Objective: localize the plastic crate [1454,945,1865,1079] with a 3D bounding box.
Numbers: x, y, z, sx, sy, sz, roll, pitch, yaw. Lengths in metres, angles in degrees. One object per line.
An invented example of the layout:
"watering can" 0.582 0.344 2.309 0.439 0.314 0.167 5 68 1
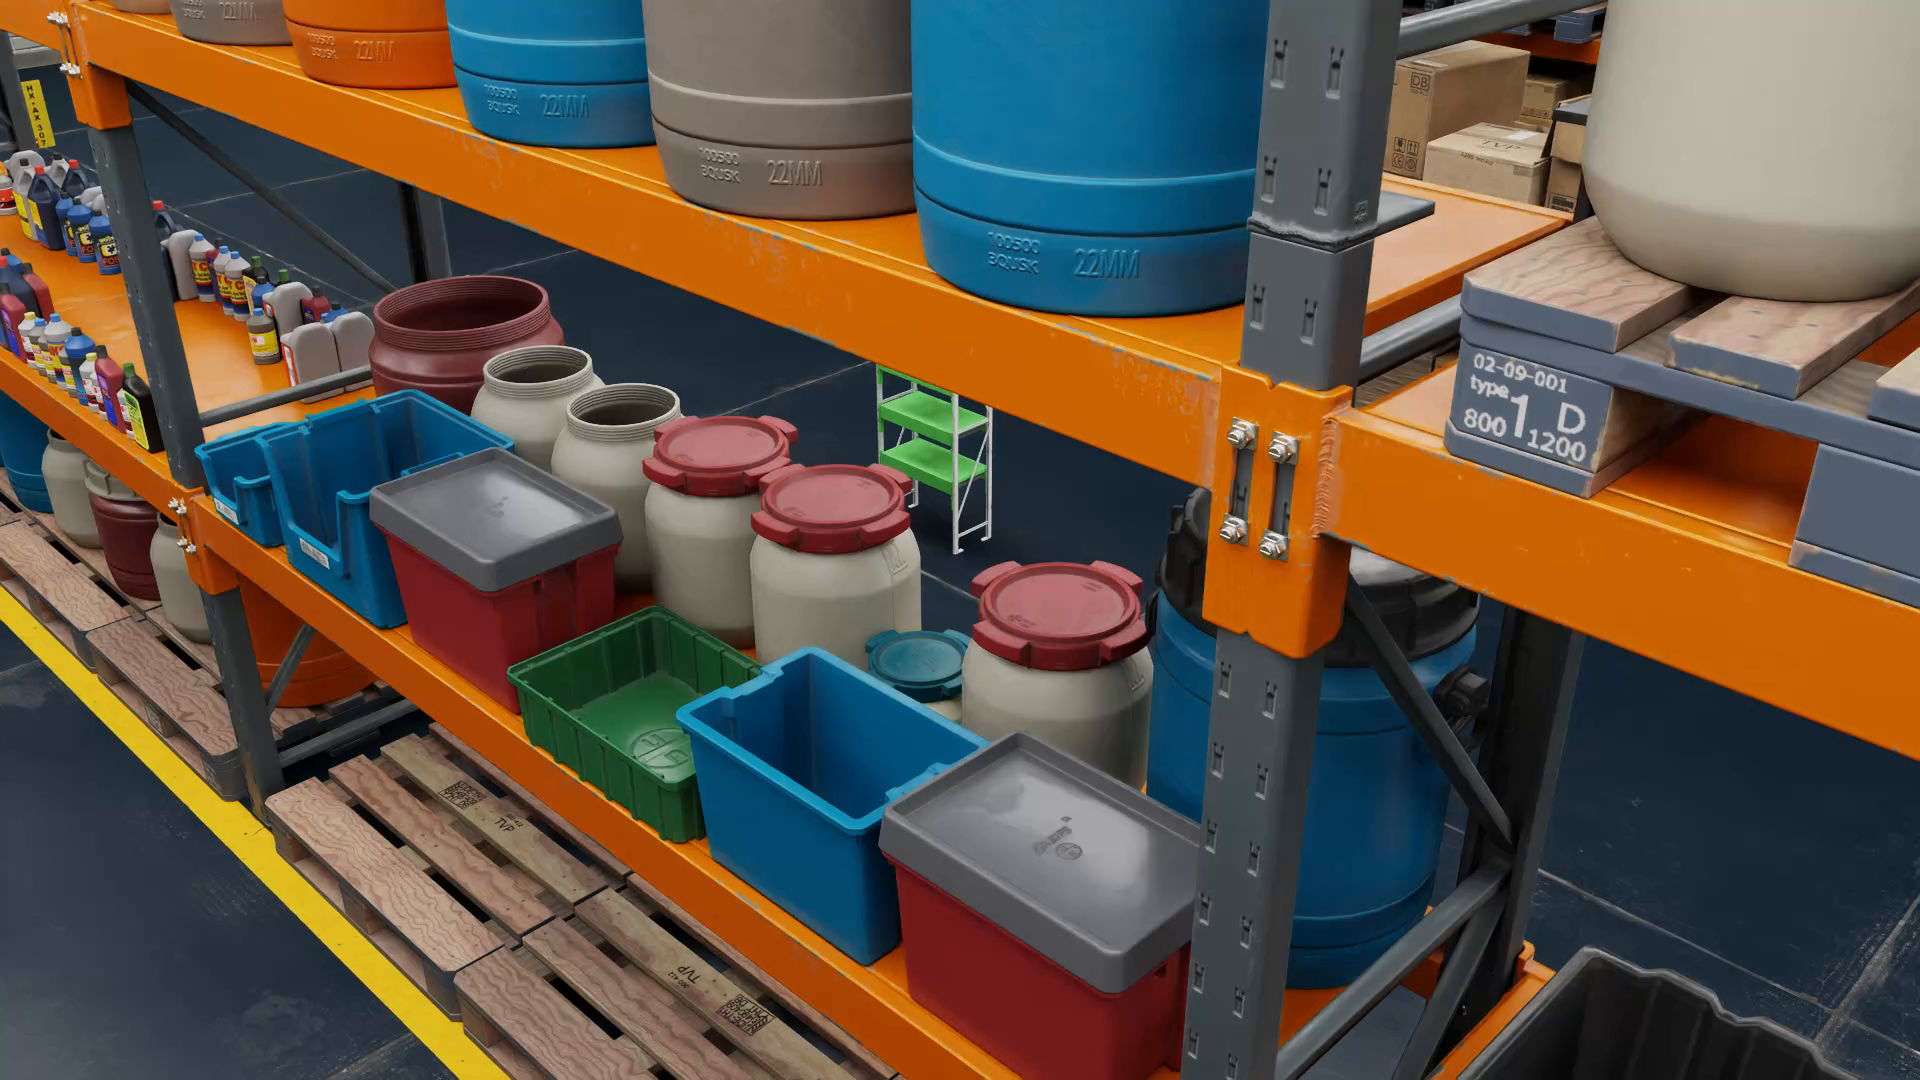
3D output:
"plastic crate" 1.027 1.047 2.602 0.504 0.338 0.767 25 36 38

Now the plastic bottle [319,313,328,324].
"plastic bottle" -2.324 -0.737 6.143 0.097 0.201 0.097 0 28 0

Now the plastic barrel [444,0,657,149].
"plastic barrel" -0.704 -1.263 3.168 0.708 0.901 0.600 25 36 38

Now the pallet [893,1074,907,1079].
"pallet" 0.156 1.798 4.104 1.213 0.211 1.003 25 36 38

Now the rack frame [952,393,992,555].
"rack frame" 0.056 -0.505 7.422 0.015 1.200 0.240 25 36 38

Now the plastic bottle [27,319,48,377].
"plastic bottle" -3.347 -0.710 6.091 0.097 0.201 0.097 0 28 0

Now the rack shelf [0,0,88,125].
"rack shelf" -3.535 -2.160 6.185 4.000 0.370 1.077 25 36 38

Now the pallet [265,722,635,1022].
"pallet" -1.584 1.002 5.618 1.213 0.211 1.003 25 36 38

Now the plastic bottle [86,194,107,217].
"plastic bottle" -3.738 -1.399 7.322 0.135 0.276 0.152 25 36 38

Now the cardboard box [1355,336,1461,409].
"cardboard box" 2.260 -0.842 8.341 0.500 0.500 0.700 21 34 34

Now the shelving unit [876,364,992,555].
"shelving unit" -0.118 -0.585 7.573 0.503 1.200 0.258 25 36 38

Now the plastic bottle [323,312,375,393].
"plastic bottle" -2.191 -0.692 5.976 0.135 0.276 0.152 25 36 38

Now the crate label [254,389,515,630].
"crate label" -1.590 -0.100 4.679 0.616 0.435 0.502 25 36 38

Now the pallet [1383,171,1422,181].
"pallet" 1.946 -1.860 8.270 1.003 0.211 1.213 25 36 38

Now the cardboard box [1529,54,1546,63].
"cardboard box" 4.229 -3.637 12.873 0.500 0.250 0.500 24 36 38

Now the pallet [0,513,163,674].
"pallet" -3.566 0.095 7.343 1.213 0.211 1.003 25 36 38

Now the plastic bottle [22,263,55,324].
"plastic bottle" -3.542 -0.918 6.398 0.133 0.283 0.061 25 36 38

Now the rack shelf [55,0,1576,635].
"rack shelf" -0.683 -0.855 3.703 4.000 0.370 1.077 25 36 38

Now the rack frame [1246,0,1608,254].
"rack frame" 0.743 -1.848 1.596 0.127 3.000 1.000 25 36 38

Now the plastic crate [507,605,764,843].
"plastic crate" -0.697 0.426 3.944 0.662 0.188 0.450 25 36 38

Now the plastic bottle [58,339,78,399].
"plastic bottle" -3.139 -0.615 5.910 0.097 0.201 0.097 0 28 0

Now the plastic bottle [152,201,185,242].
"plastic bottle" -3.291 -1.231 6.921 0.185 0.351 0.144 25 36 38

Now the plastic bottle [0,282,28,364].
"plastic bottle" -3.512 -0.810 6.193 0.133 0.283 0.061 25 36 38

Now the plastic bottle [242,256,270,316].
"plastic bottle" -2.749 -0.980 6.516 0.133 0.283 0.061 25 36 38

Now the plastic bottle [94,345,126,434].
"plastic bottle" -2.861 -0.512 5.627 0.133 0.283 0.061 25 36 38

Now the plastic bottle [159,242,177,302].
"plastic bottle" -3.302 -1.136 6.741 0.185 0.351 0.144 25 36 38

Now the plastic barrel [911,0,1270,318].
"plastic barrel" 0.228 -0.836 2.356 0.708 0.901 0.600 25 36 38

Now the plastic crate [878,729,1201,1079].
"plastic crate" 0.183 0.722 3.085 0.583 0.464 0.402 25 36 38

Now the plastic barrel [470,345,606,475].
"plastic barrel" -1.226 -0.283 4.945 0.421 0.512 0.421 0 28 0

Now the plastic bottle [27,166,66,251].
"plastic bottle" -4.046 -1.482 7.399 0.185 0.351 0.144 25 36 38

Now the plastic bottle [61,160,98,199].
"plastic bottle" -3.945 -1.530 7.490 0.185 0.351 0.144 25 36 38

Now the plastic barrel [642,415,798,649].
"plastic barrel" -0.617 -0.019 4.417 0.433 0.535 0.433 0 28 0

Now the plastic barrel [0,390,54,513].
"plastic barrel" -4.081 -0.646 7.560 0.708 0.901 0.600 25 36 38

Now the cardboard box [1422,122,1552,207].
"cardboard box" 2.397 -1.638 7.352 0.500 0.250 0.500 23 36 37

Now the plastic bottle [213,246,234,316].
"plastic bottle" -2.914 -1.038 6.640 0.097 0.271 0.097 0 28 0

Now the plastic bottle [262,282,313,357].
"plastic bottle" -2.521 -0.843 6.263 0.135 0.276 0.152 25 36 38

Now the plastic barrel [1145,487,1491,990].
"plastic barrel" 0.680 0.358 3.307 0.708 0.901 0.600 25 36 38

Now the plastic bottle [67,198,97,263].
"plastic bottle" -3.812 -1.350 7.233 0.097 0.271 0.097 0 28 0

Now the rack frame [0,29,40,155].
"rack frame" -4.961 -1.803 7.957 0.127 3.000 1.000 25 36 38

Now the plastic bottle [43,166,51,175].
"plastic bottle" -4.193 -1.608 7.718 0.135 0.276 0.152 25 36 38

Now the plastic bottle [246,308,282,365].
"plastic bottle" -2.595 -0.762 6.190 0.097 0.201 0.097 0 28 0

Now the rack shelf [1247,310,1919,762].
"rack shelf" 2.169 0.450 1.221 4.000 0.370 1.077 25 36 38

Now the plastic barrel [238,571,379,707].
"plastic barrel" -2.470 0.122 6.175 0.708 0.830 0.600 25 36 38

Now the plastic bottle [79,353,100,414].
"plastic bottle" -3.000 -0.551 5.789 0.097 0.201 0.097 0 28 0

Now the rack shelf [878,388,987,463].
"rack shelf" -0.118 -0.529 7.603 0.480 0.148 0.258 25 36 38

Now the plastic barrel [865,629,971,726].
"plastic barrel" -0.093 0.385 3.943 0.301 0.262 0.301 0 28 0

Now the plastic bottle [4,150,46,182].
"plastic bottle" -4.454 -1.727 7.945 0.135 0.276 0.152 25 36 38

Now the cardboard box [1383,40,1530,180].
"cardboard box" 2.245 -2.060 7.886 0.700 0.500 0.500 -19 33 -32

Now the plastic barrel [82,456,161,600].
"plastic barrel" -3.275 -0.139 6.932 0.708 0.588 0.600 25 36 38

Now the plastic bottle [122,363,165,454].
"plastic bottle" -2.697 -0.437 5.483 0.133 0.283 0.061 25 36 38

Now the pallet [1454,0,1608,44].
"pallet" 4.330 -3.867 12.088 1.003 0.211 1.213 25 36 38

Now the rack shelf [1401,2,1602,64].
"rack shelf" 3.487 -4.089 13.077 4.000 0.370 1.077 25 36 38

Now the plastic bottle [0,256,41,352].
"plastic bottle" -3.596 -0.905 6.302 0.185 0.351 0.144 25 36 38

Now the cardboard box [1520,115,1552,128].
"cardboard box" 4.260 -2.962 12.396 0.500 0.500 0.500 24 36 38

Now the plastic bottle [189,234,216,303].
"plastic bottle" -3.078 -1.113 6.783 0.097 0.271 0.097 0 28 0

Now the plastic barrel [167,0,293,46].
"plastic barrel" -1.676 -1.708 4.013 0.600 0.901 0.600 0 28 0
